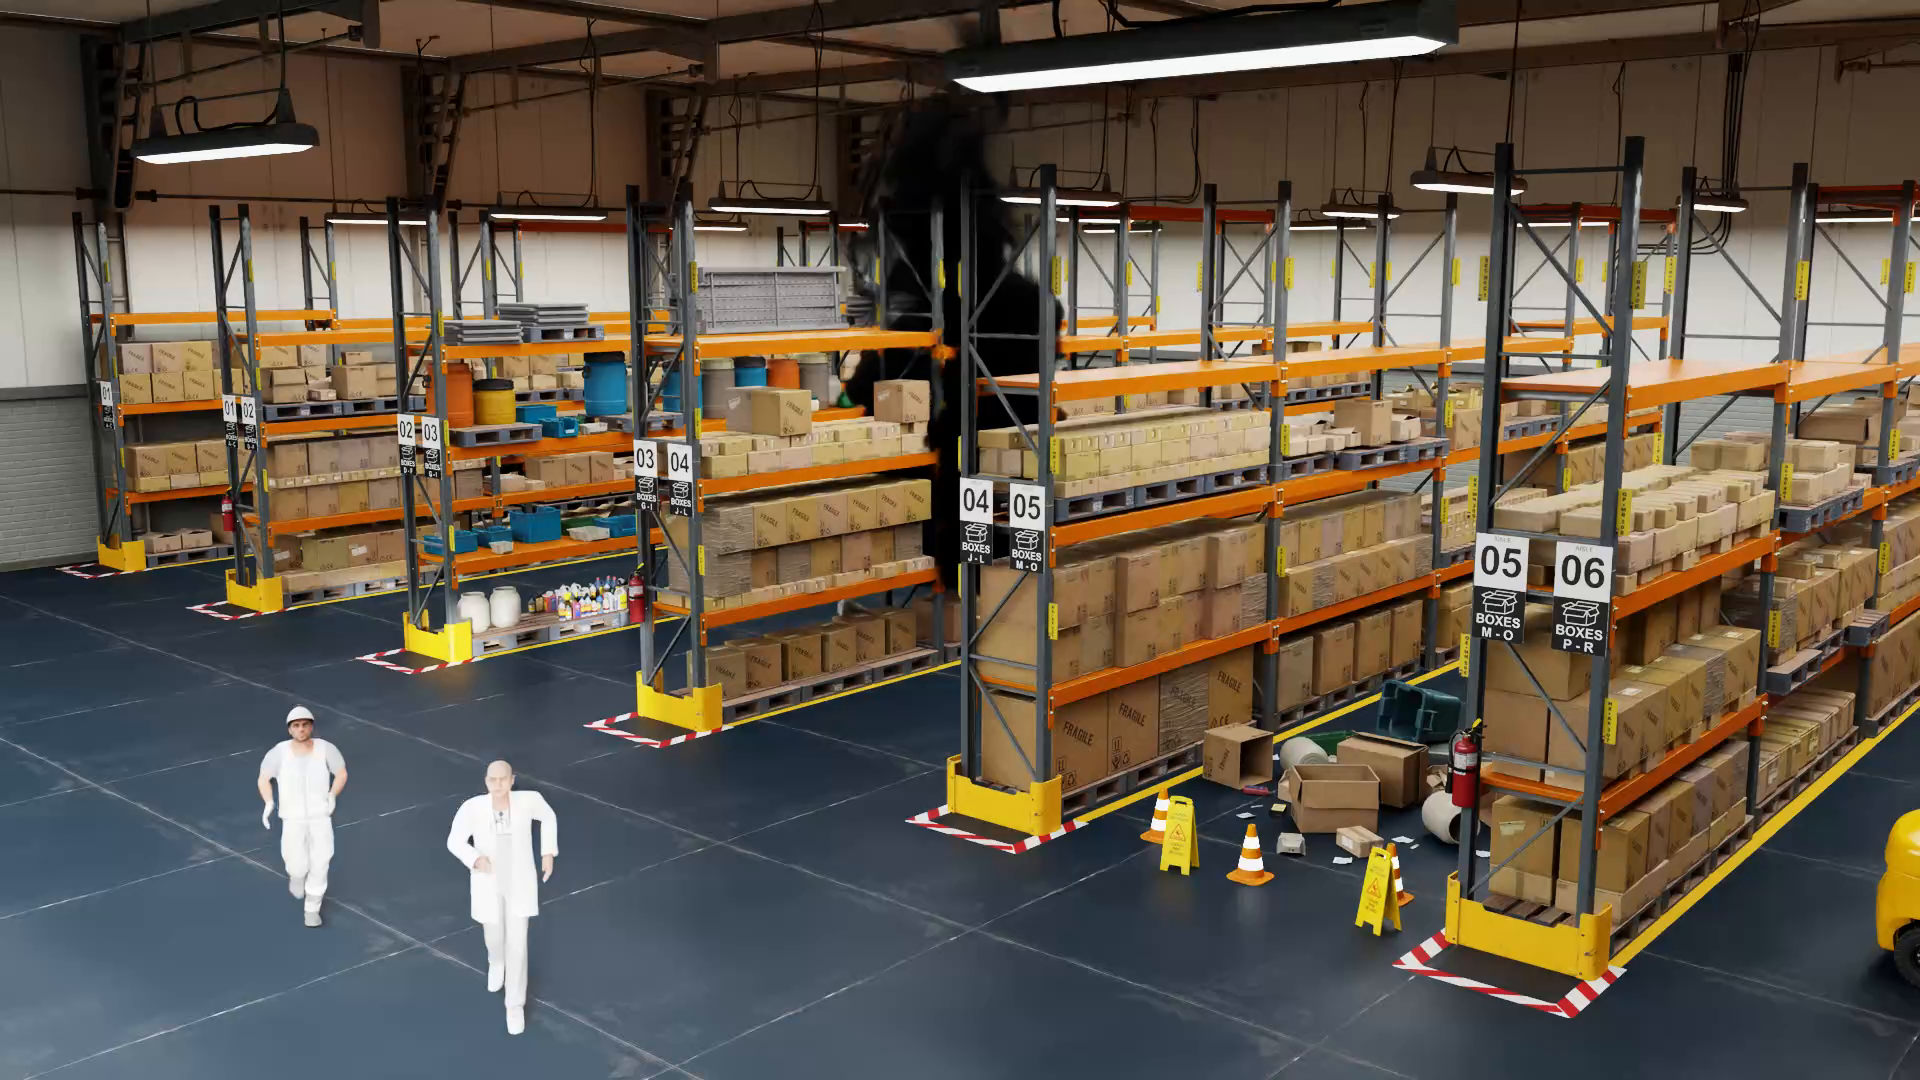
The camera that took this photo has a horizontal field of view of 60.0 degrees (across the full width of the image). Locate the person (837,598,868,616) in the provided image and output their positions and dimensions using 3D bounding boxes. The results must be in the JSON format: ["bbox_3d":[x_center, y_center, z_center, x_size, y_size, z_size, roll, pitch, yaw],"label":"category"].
[{"bbox_3d":[-1.551,0.541,22.957,0.568,1.663,0.935,7,12,35],"label":"person"}]

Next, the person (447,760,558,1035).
[{"bbox_3d":[-3.157,2.488,11.556,0.732,1.612,0.947,-2,10,-13],"label":"person"}]

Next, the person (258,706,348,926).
[{"bbox_3d":[-5.150,2.159,13.101,0.658,1.738,0.591,-4,10,-24],"label":"person"}]
